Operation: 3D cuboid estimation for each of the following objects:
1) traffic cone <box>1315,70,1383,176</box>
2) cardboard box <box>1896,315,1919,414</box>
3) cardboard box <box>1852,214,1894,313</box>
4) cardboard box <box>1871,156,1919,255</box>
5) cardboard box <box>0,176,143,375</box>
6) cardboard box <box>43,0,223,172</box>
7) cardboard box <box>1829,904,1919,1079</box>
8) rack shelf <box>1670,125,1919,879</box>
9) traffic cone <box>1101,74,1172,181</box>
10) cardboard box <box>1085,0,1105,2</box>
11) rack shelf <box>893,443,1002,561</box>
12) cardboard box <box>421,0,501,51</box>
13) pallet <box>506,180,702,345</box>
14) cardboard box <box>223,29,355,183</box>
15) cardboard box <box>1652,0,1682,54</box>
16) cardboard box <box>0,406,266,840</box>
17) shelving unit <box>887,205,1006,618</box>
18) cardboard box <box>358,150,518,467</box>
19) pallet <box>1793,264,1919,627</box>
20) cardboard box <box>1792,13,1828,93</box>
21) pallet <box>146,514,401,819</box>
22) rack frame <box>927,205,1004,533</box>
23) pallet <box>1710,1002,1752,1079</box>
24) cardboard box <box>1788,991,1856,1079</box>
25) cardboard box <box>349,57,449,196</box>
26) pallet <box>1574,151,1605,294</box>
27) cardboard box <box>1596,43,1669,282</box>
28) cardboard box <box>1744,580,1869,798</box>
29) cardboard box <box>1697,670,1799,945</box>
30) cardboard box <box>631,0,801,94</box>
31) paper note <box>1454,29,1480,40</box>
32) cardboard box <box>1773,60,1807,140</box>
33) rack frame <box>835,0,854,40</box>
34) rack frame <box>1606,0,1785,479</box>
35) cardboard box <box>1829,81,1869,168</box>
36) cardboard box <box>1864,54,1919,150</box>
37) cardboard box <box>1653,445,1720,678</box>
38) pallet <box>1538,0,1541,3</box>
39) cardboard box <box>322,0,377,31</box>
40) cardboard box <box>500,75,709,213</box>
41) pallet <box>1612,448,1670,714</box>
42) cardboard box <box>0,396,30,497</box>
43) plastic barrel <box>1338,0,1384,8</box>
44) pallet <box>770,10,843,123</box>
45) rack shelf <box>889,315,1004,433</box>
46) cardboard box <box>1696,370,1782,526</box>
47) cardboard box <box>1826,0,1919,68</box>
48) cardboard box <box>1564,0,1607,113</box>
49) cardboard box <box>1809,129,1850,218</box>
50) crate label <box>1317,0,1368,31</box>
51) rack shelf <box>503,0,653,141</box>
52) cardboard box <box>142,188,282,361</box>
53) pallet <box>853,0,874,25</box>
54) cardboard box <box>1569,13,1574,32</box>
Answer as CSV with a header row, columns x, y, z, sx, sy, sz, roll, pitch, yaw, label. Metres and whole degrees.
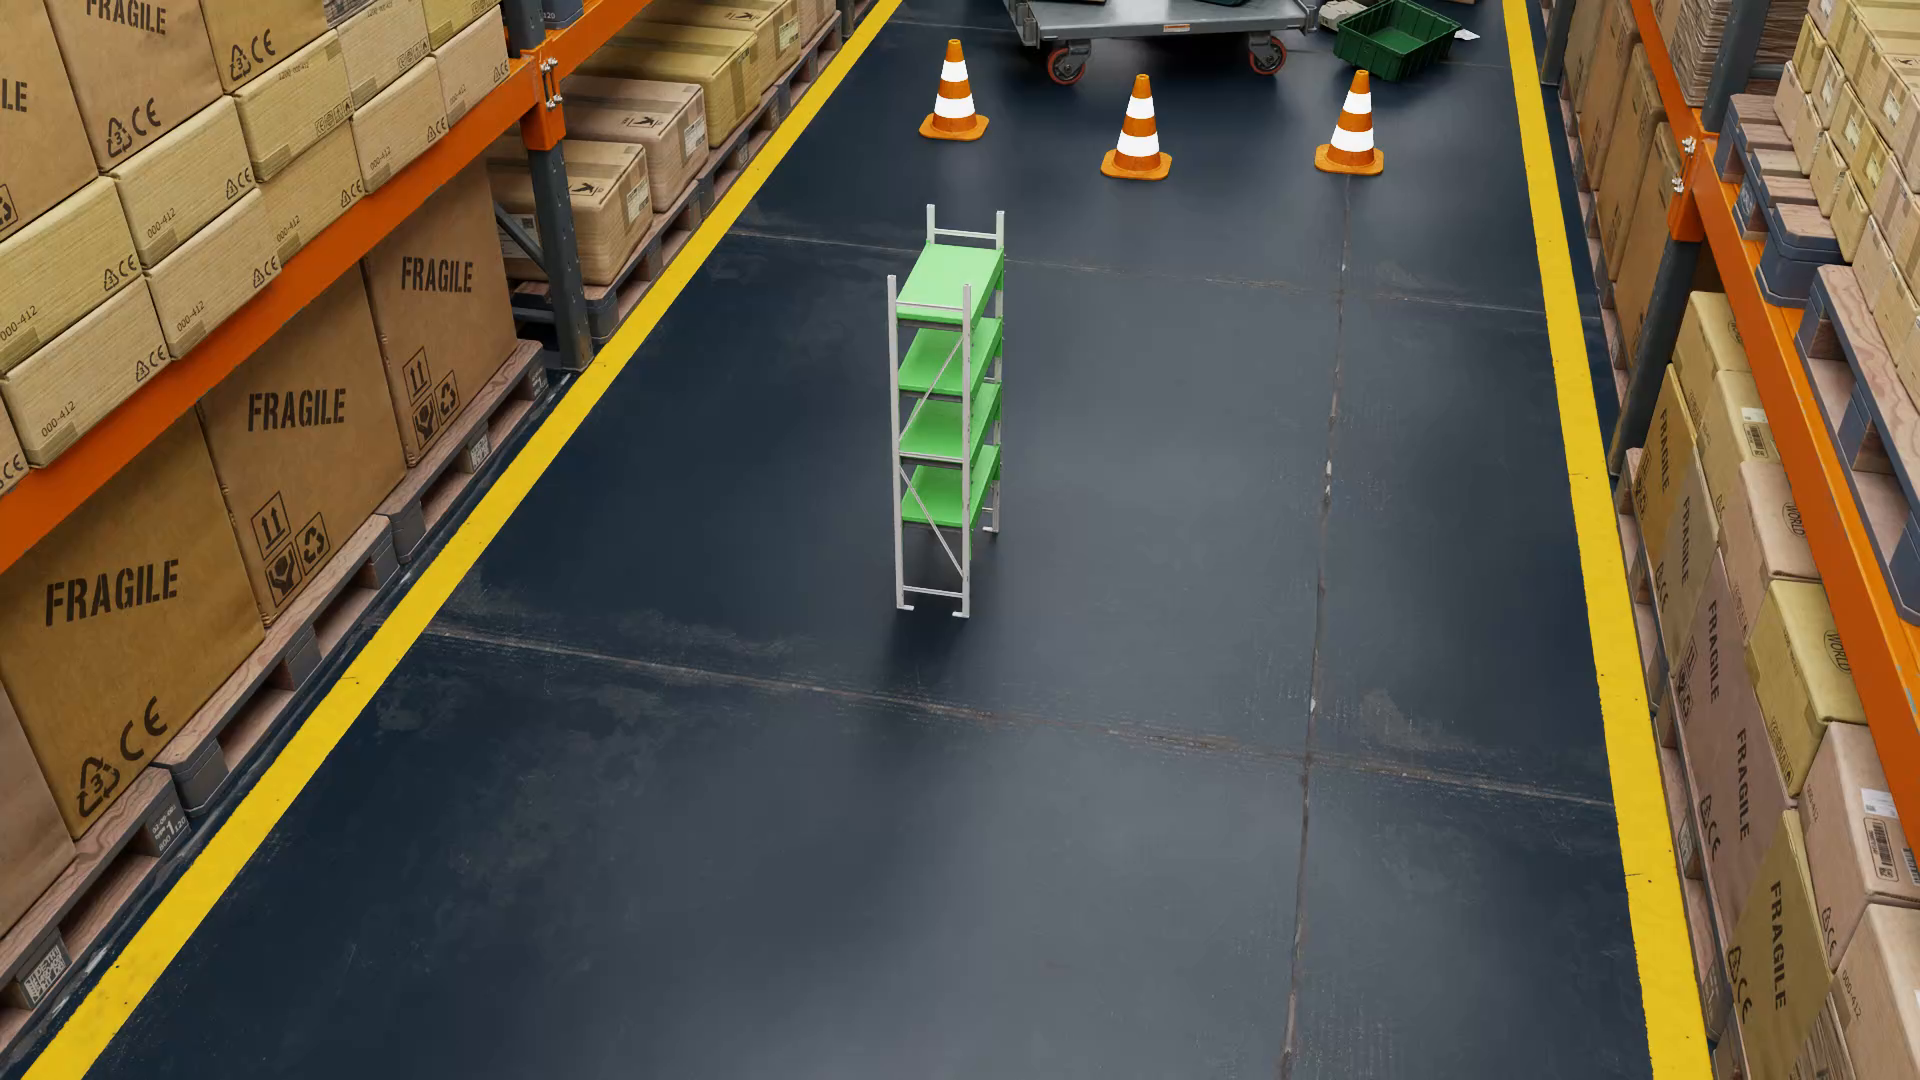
x,y,z,sx,sy,sz,roll,pitch,yaw,label
1.963,-2.100,8.253,0.336,0.463,0.334,7,37,10,traffic cone
2.239,-0.341,3.521,0.380,0.149,0.250,6,36,8,cardboard box
2.352,-0.634,3.925,0.380,0.149,0.250,8,37,11,cardboard box
2.353,-0.754,3.837,0.380,0.149,0.250,7,37,10,cardboard box
-2.255,-0.630,3.765,0.500,0.250,0.500,8,37,11,cardboard box
-2.172,-1.224,3.946,0.500,0.500,0.500,7,36,9,cardboard box
1.927,0.959,3.003,0.500,0.250,0.500,6,36,9,cardboard box
2.443,0.024,3.773,1.077,0.370,4.000,7,37,10,rack shelf
0.885,-2.064,8.204,0.336,0.463,0.334,7,37,10,traffic cone
0.612,-3.358,9.312,0.500,0.500,0.500,7,37,10,cardboard box
-0.035,-0.145,5.445,0.258,0.148,0.480,7,37,10,rack shelf
-1.843,-1.808,5.391,0.500,0.250,0.500,7,37,10,cardboard box
-1.819,-1.295,7.357,1.003,0.211,1.213,7,37,10,pallet
-2.038,-1.218,4.576,0.500,0.250,0.500,6,36,9,cardboard box
2.812,-2.032,5.912,0.500,0.500,0.500,7,37,10,cardboard box
-2.602,0.123,4.477,0.875,0.875,0.875,8,37,11,cardboard box
-0.035,-0.391,5.267,0.258,1.200,0.503,7,37,10,shelving unit
-2.216,-0.900,5.889,0.875,0.875,0.875,7,37,10,cardboard box
2.487,-0.196,3.628,1.003,0.211,1.213,7,37,10,pallet
2.570,-1.351,4.660,0.380,0.149,0.250,9,37,12,cardboard box
-2.492,0.293,5.166,1.003,0.211,1.213,7,37,10,pallet
0.017,-0.531,5.460,0.240,1.200,0.015,7,37,10,rack frame
2.180,1.562,3.415,1.003,0.211,1.213,7,37,10,pallet
1.927,1.266,3.220,0.500,0.500,0.500,7,36,9,cardboard box
-1.936,-1.298,5.113,0.500,0.250,0.500,8,37,11,cardboard box
3.375,-1.424,7.535,1.003,0.211,1.213,7,37,10,pallet
3.271,-1.512,6.840,1.050,0.750,0.750,8,37,11,cardboard box
2.149,0.362,3.828,0.500,0.250,0.500,6,36,8,cardboard box
2.151,0.678,4.030,0.500,0.500,0.500,7,36,9,cardboard box
-1.393,-2.662,8.748,0.950,0.372,0.625,10,37,13,cardboard box
2.983,-3.004,9.868,0.147,0.020,0.142,-17,39,-22,paper note
2.577,-1.251,4.776,0.380,0.149,0.250,7,36,9,cardboard box
-1.133,-4.269,9.085,1.000,3.000,0.127,7,37,10,rack frame
2.870,-1.414,5.144,1.000,3.000,0.127,7,37,10,rack frame
2.461,-1.041,4.233,0.380,0.149,0.250,6,36,9,cardboard box
2.413,-1.036,3.973,0.380,0.149,0.250,6,36,8,cardboard box
2.365,0.091,4.841,0.500,0.500,0.500,8,37,11,cardboard box
4.221,-3.705,10.683,1.003,0.211,1.213,7,37,10,pallet
-1.944,-1.797,4.736,0.500,0.500,0.500,8,37,11,cardboard box
-1.707,-1.829,7.599,0.950,0.372,0.625,7,36,9,cardboard box
2.701,0.163,5.345,1.003,0.211,1.213,7,37,10,pallet
-2.381,-0.138,3.512,0.500,0.250,0.500,6,36,9,cardboard box
2.468,-3.506,10.227,0.421,0.421,0.512,-24,42,-30,plastic barrel
-1.298,-2.694,9.287,1.003,0.211,1.213,7,37,10,pallet
-0.035,-0.534,5.164,0.258,0.148,0.480,7,37,10,rack shelf
2.378,-0.219,4.630,0.500,0.250,0.500,7,37,9,cardboard box
2.527,-1.328,4.375,0.380,0.149,0.250,6,36,9,cardboard box
3.679,-2.599,8.339,1.050,0.750,0.750,7,37,10,cardboard box
2.462,-0.942,4.350,0.380,0.149,0.250,9,37,12,cardboard box
2.302,-3.132,9.955,0.298,0.136,0.250,-17,39,-22,crate label
-1.560,-2.831,7.714,1.077,0.370,4.000,7,37,10,rack shelf
-2.140,-0.715,4.309,0.500,0.250,0.500,7,36,9,cardboard box
-1.024,-3.530,10.440,1.003,0.211,1.213,7,37,10,pallet
3.927,-3.368,9.294,0.875,0.875,0.875,8,37,11,cardboard box
